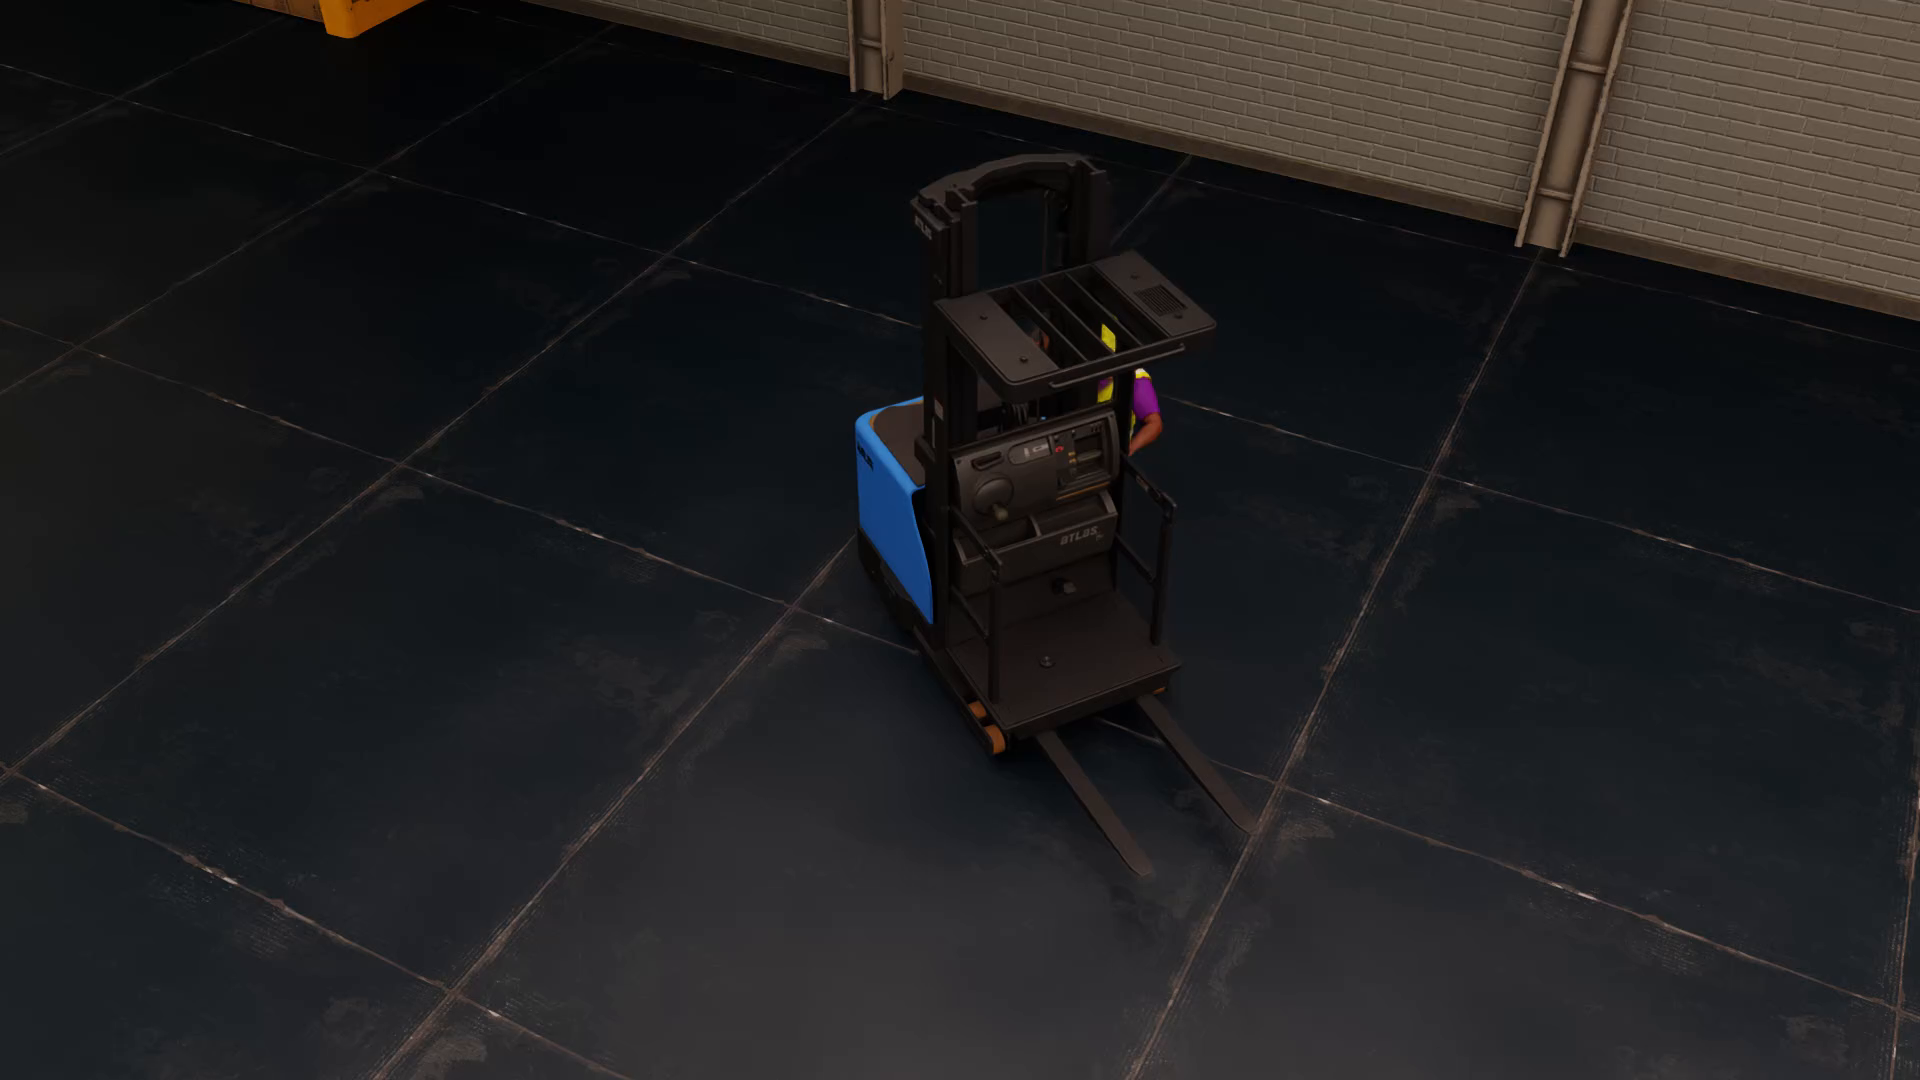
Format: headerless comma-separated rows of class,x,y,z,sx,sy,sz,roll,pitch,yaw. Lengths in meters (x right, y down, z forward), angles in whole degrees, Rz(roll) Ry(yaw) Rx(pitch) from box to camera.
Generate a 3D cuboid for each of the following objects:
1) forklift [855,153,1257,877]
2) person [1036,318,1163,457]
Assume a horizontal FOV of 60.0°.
forklift,0.496,-0.300,8.342,1.130,2.935,3.031,-18,43,-20
person,0.649,-0.567,9.758,1.108,1.532,0.875,26,47,28
